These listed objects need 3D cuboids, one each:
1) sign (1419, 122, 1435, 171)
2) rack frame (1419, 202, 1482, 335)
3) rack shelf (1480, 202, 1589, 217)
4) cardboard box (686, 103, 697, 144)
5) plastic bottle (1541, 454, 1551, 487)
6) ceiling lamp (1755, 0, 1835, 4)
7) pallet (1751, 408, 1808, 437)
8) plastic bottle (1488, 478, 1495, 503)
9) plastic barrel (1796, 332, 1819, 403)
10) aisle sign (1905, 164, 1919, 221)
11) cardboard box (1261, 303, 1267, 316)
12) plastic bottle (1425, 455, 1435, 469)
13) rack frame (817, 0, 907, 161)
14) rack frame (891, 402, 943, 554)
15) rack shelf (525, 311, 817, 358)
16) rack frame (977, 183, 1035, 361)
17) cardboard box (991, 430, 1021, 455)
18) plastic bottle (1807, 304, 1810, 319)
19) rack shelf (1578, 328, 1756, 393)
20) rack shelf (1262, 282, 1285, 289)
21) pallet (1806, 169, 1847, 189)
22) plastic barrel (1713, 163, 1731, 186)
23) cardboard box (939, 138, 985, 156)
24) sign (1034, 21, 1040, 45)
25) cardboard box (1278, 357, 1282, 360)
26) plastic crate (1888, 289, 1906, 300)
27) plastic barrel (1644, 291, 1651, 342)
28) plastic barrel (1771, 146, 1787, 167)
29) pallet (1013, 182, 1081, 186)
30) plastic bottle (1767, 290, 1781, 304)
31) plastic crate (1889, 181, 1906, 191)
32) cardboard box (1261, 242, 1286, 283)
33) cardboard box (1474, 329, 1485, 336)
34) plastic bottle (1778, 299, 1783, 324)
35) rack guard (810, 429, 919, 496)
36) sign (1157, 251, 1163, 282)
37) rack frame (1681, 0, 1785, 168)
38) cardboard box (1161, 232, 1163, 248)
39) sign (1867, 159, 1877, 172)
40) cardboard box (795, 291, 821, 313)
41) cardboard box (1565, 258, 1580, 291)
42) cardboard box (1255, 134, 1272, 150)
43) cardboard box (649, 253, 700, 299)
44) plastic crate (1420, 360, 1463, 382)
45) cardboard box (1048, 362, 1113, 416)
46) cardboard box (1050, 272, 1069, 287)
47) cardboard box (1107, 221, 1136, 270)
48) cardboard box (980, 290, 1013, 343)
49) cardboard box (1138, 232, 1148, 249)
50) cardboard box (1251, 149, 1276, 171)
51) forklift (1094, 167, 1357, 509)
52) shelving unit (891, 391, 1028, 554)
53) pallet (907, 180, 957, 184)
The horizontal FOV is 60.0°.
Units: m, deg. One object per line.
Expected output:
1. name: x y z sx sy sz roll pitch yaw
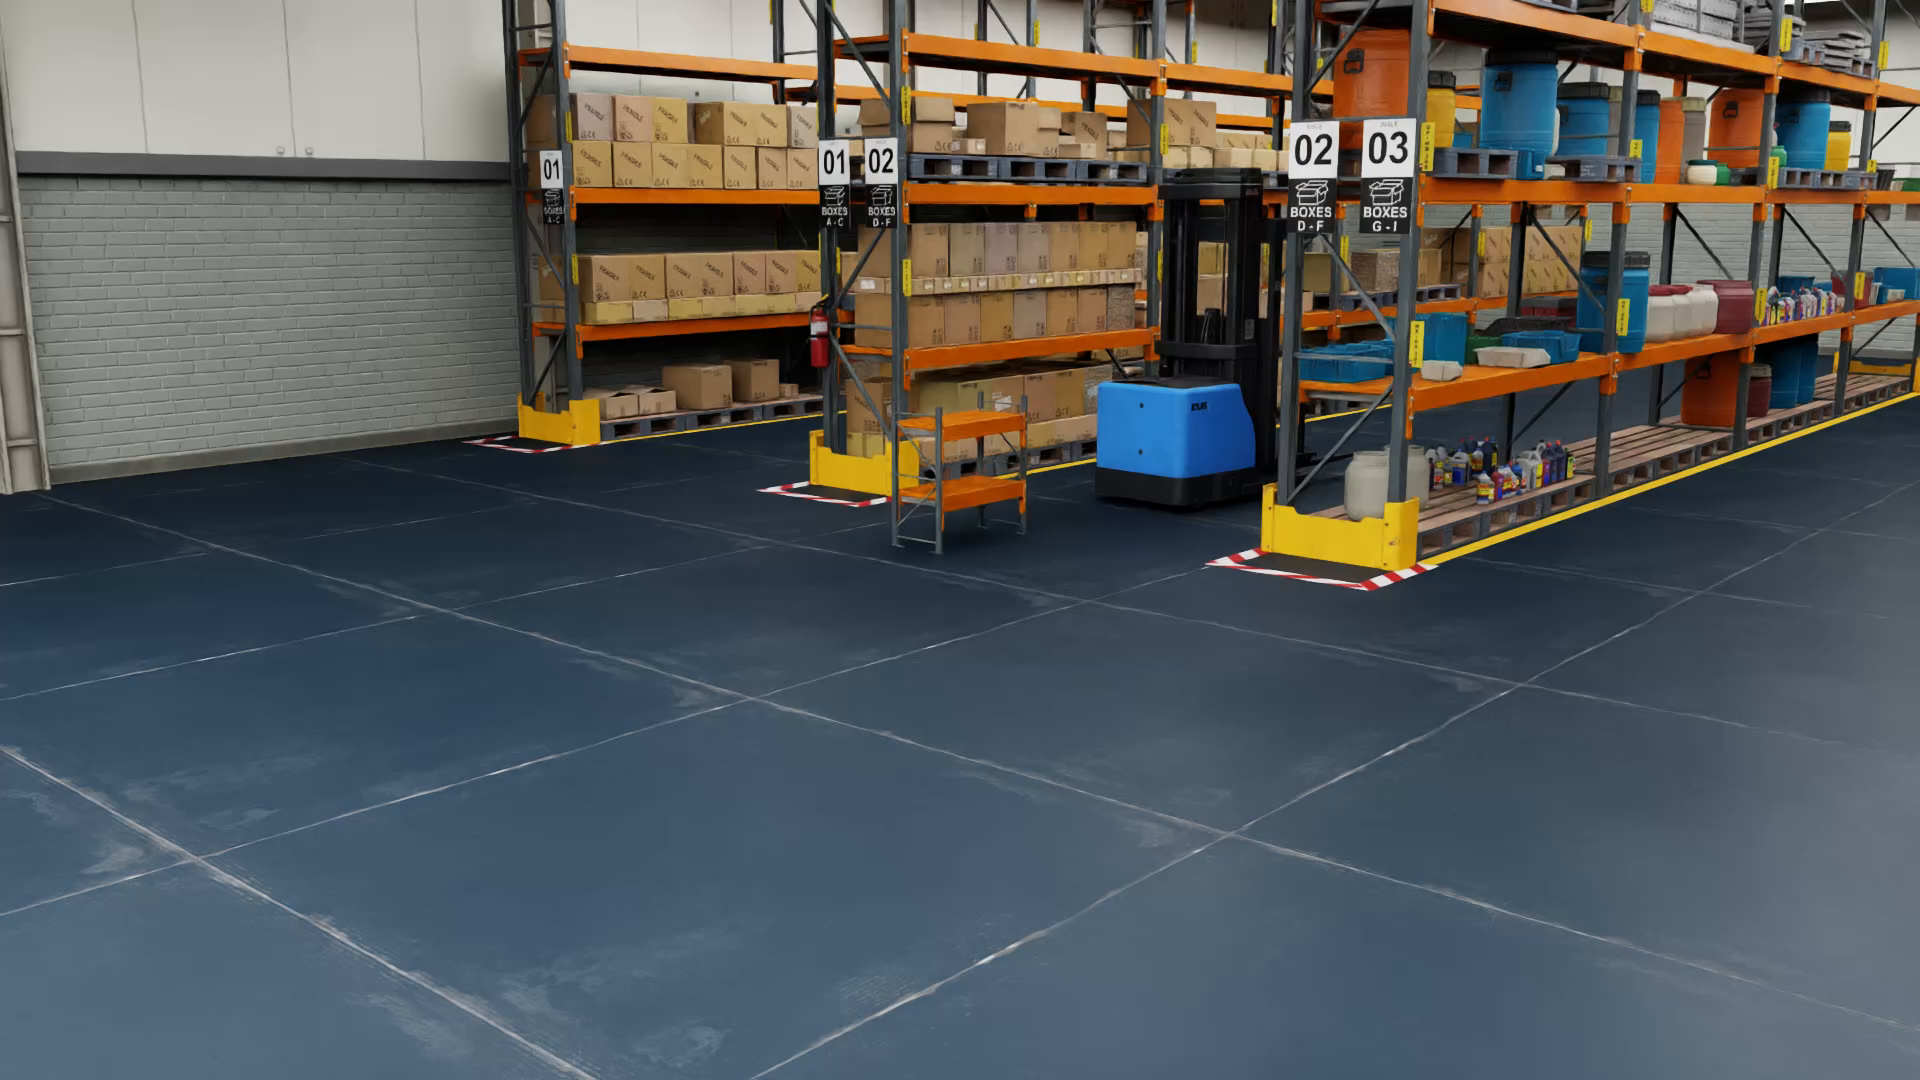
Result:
1. sign: 3.239 -2.728 11.529 0.100 0.325 0.005 10 15 40
2. rack frame: 7.031 -3.731 24.231 1.000 3.000 0.127 10 15 40
3. rack shelf: 8.352 -5.143 25.481 1.077 0.370 4.000 10 15 40
4. cardboard box: -3.494 -4.947 19.803 0.500 0.500 0.500 10 15 40
5. plastic bottle: 5.057 -0.607 14.403 0.133 0.283 0.061 -11 16 -44
6. ceiling lamp: 13.321 -10.194 26.373 2.000 3.185 0.800 10 15 40
7. pallet: 9.404 -1.434 19.851 1.003 0.211 1.213 10 15 40
8. plastic bottle: 4.328 -0.409 13.624 0.097 0.201 0.097 0 11 0
9. plastic barrel: 10.378 -2.189 20.797 0.600 0.901 0.708 10 15 40
10. aisle sign: 13.658 -4.926 23.577 0.394 0.787 0.004 10 15 40
11. cardboard box: 3.591 -2.824 20.334 0.250 0.149 0.380 -11 16 -43
12. plastic bottle: 3.990 -0.585 14.313 0.152 0.276 0.135 9 15 39
13. rack frame: -0.890 -4.907 14.804 1.000 3.000 0.127 10 15 40
14. rack frame: -0.331 -0.478 12.732 0.500 1.125 0.032 10 15 40
15. rack shelf: -3.293 -2.547 20.139 1.077 0.370 4.000 10 15 40
16. rack frame: 0.667 -3.782 24.489 1.000 3.000 0.127 10 15 40
17. cardboard box: 0.289 -1.020 16.610 0.500 0.250 0.500 10 15 40
18. plastic bottle: 10.014 -2.724 19.699 0.097 0.201 0.097 0 11 0
19. rack shelf: 6.789 -1.854 16.673 1.077 0.370 4.000 10 15 40
20. rack shelf: 4.628 -4.312 28.979 1.077 0.370 4.000 10 15 40
21. pallet: 9.559 -4.173 19.269 1.003 0.211 1.213 10 15 40
22. plastic barrel: 7.985 -3.853 17.582 0.294 0.245 0.294 0 11 0
23. cardboard box: 0.019 -3.738 15.820 0.380 0.149 0.250 10 15 40
24. sign: 1.082 -7.152 23.458 0.100 0.325 0.005 10 15 40
25. cardboard box: 4.230 -2.166 20.913 0.500 0.311 0.500 10 15 42
26. plastic crate: 12.988 -3.435 23.271 0.396 0.136 0.243 10 15 40
27. plastic barrel: 6.265 -2.092 15.679 0.433 0.535 0.433 0 11 0
28. plastic barrel: 8.981 -4.228 18.388 0.294 0.245 0.294 0 11 0
29. pallet: 1.053 -5.262 24.722 1.213 0.211 1.003 11 16 43
30. plastic bottle: 9.459 -2.726 19.326 0.144 0.351 0.185 10 15 40
31. plastic crate: 12.213 -4.684 22.018 0.437 0.136 0.530 10 15 40
32. cardboard box: 5.147 -4.921 29.427 0.980 0.700 0.700 10 15 40
33. cardboard box: 8.268 -2.999 25.820 0.797 0.503 0.637 10 15 40
34. plastic bottle: 9.281 -2.595 18.874 0.097 0.271 0.097 0 11 0
35. rack guard: -0.906 -0.736 15.619 1.175 0.500 0.348 10 15 40
36. sign: 2.168 -2.945 17.888 0.100 0.325 0.005 10 15 40
37. rack frame: 8.109 -5.443 17.488 1.000 3.000 0.127 10 15 40
38. cardboard box: 3.192 -4.841 26.811 0.500 0.250 0.500 10 15 42
39. sign: 11.162 -4.494 20.370 0.100 0.325 0.005 10 15 40
40. cardboard box: -2.058 -3.021 21.010 0.500 0.250 0.500 10 15 40
41. cardboard box: 9.581 -4.267 26.662 0.500 0.500 0.500 10 15 42
42. cardboard box: 4.994 -6.686 28.511 0.500 0.500 0.500 9 14 38
43. cardboard box: -3.393 -3.087 19.426 0.500 0.500 0.500 9 14 39
44. plastic crate: 3.661 -1.285 12.659 0.298 0.136 0.250 10 15 40
45. cardboard box: 1.270 -1.610 17.649 0.500 0.500 0.500 10 15 40
46. cardboard box: 0.893 -2.666 16.992 0.380 0.149 0.250 10 15 42
47. cardboard box: 1.462 -3.173 17.870 0.700 0.500 0.500 10 15 41
48. cardboard box: 0.103 -2.231 16.470 0.700 0.500 0.500 10 15 41
49. cardboard box: 2.847 -4.767 26.441 0.500 0.250 0.500 10 15 42
50. cardboard box: 3.415 -4.509 19.782 0.500 0.250 0.500 9 15 39
51. forklift: 2.627 -1.928 15.382 3.031 2.935 1.130 -11 15 -43
52. shelving unit: 0.004 -0.553 13.106 0.538 1.125 1.048 10 15 40
53. pallet: -0.803 -4.802 22.419 1.213 0.211 1.003 10 15 40
